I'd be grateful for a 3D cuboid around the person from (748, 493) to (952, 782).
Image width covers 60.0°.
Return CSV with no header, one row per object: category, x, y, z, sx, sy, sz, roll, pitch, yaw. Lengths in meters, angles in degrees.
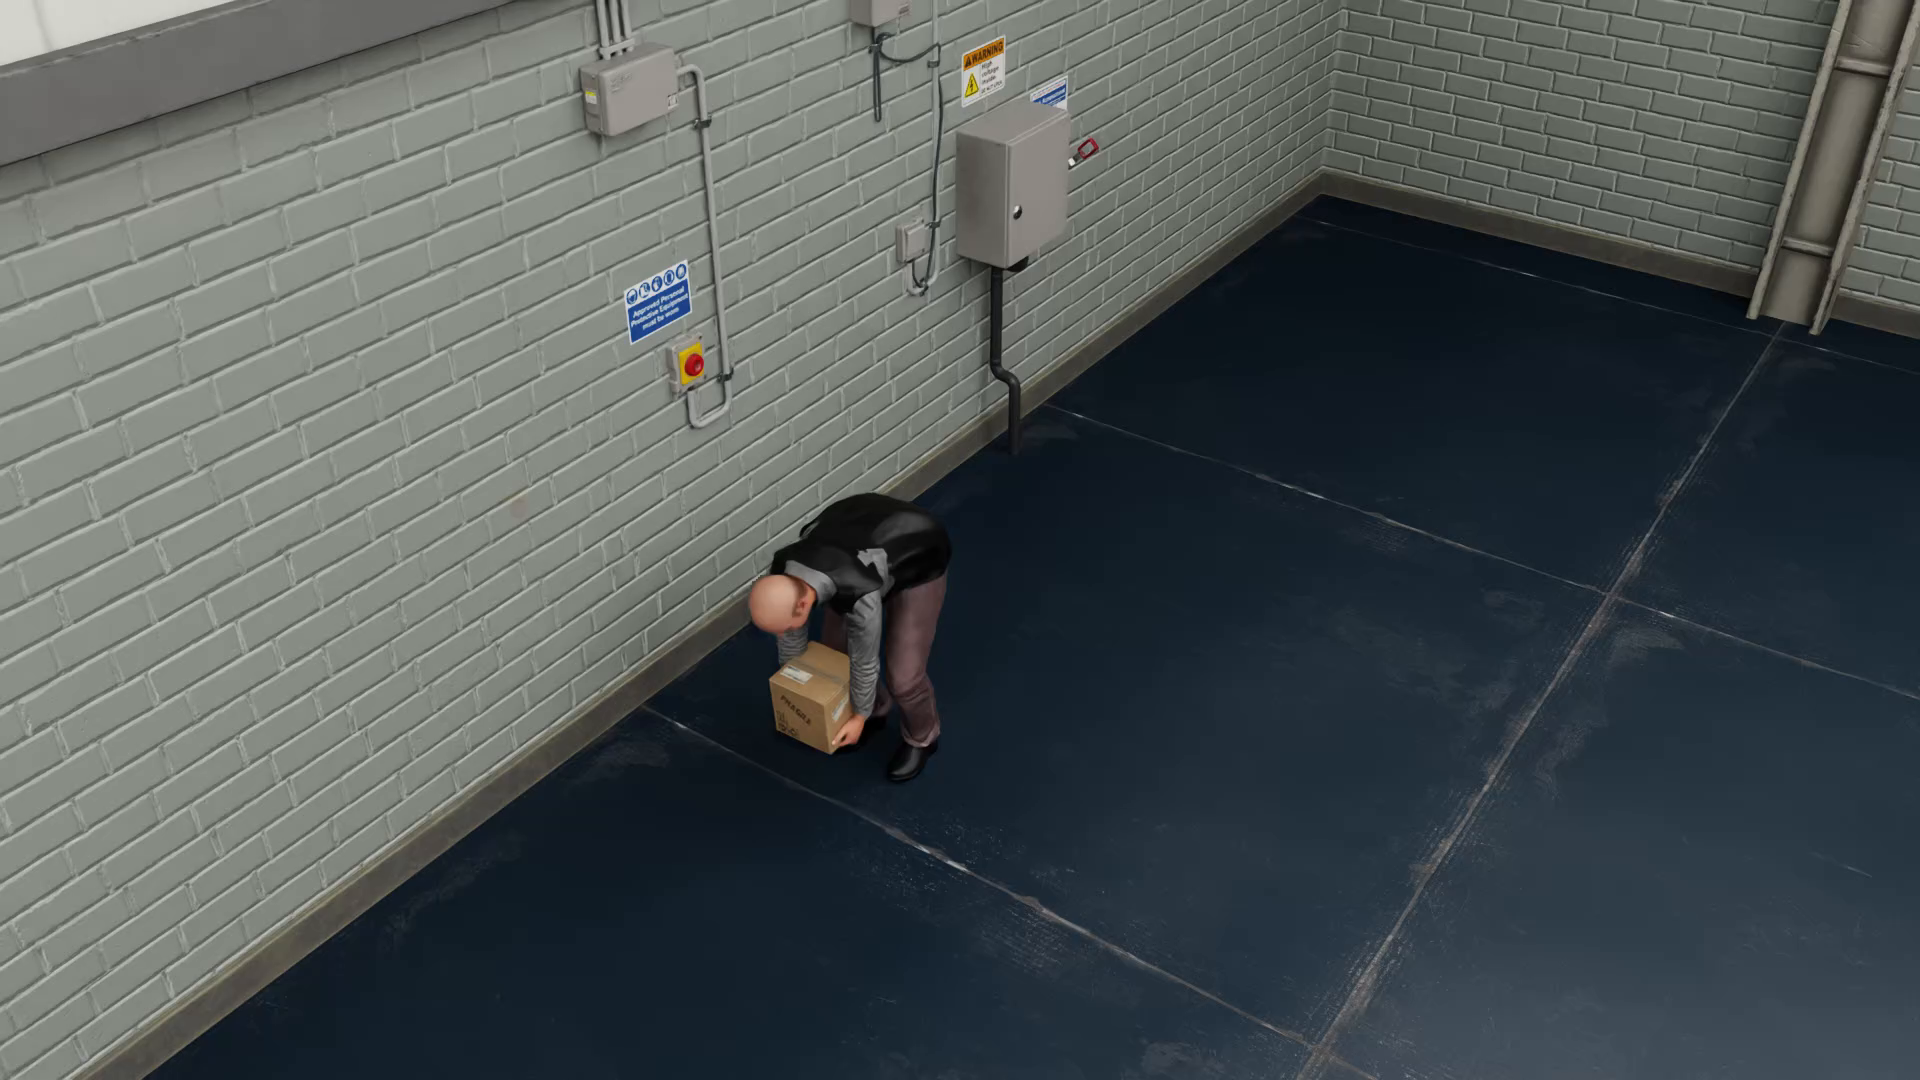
person,-0.405,0.431,6.025,0.461,1.171,0.948,20,39,27
